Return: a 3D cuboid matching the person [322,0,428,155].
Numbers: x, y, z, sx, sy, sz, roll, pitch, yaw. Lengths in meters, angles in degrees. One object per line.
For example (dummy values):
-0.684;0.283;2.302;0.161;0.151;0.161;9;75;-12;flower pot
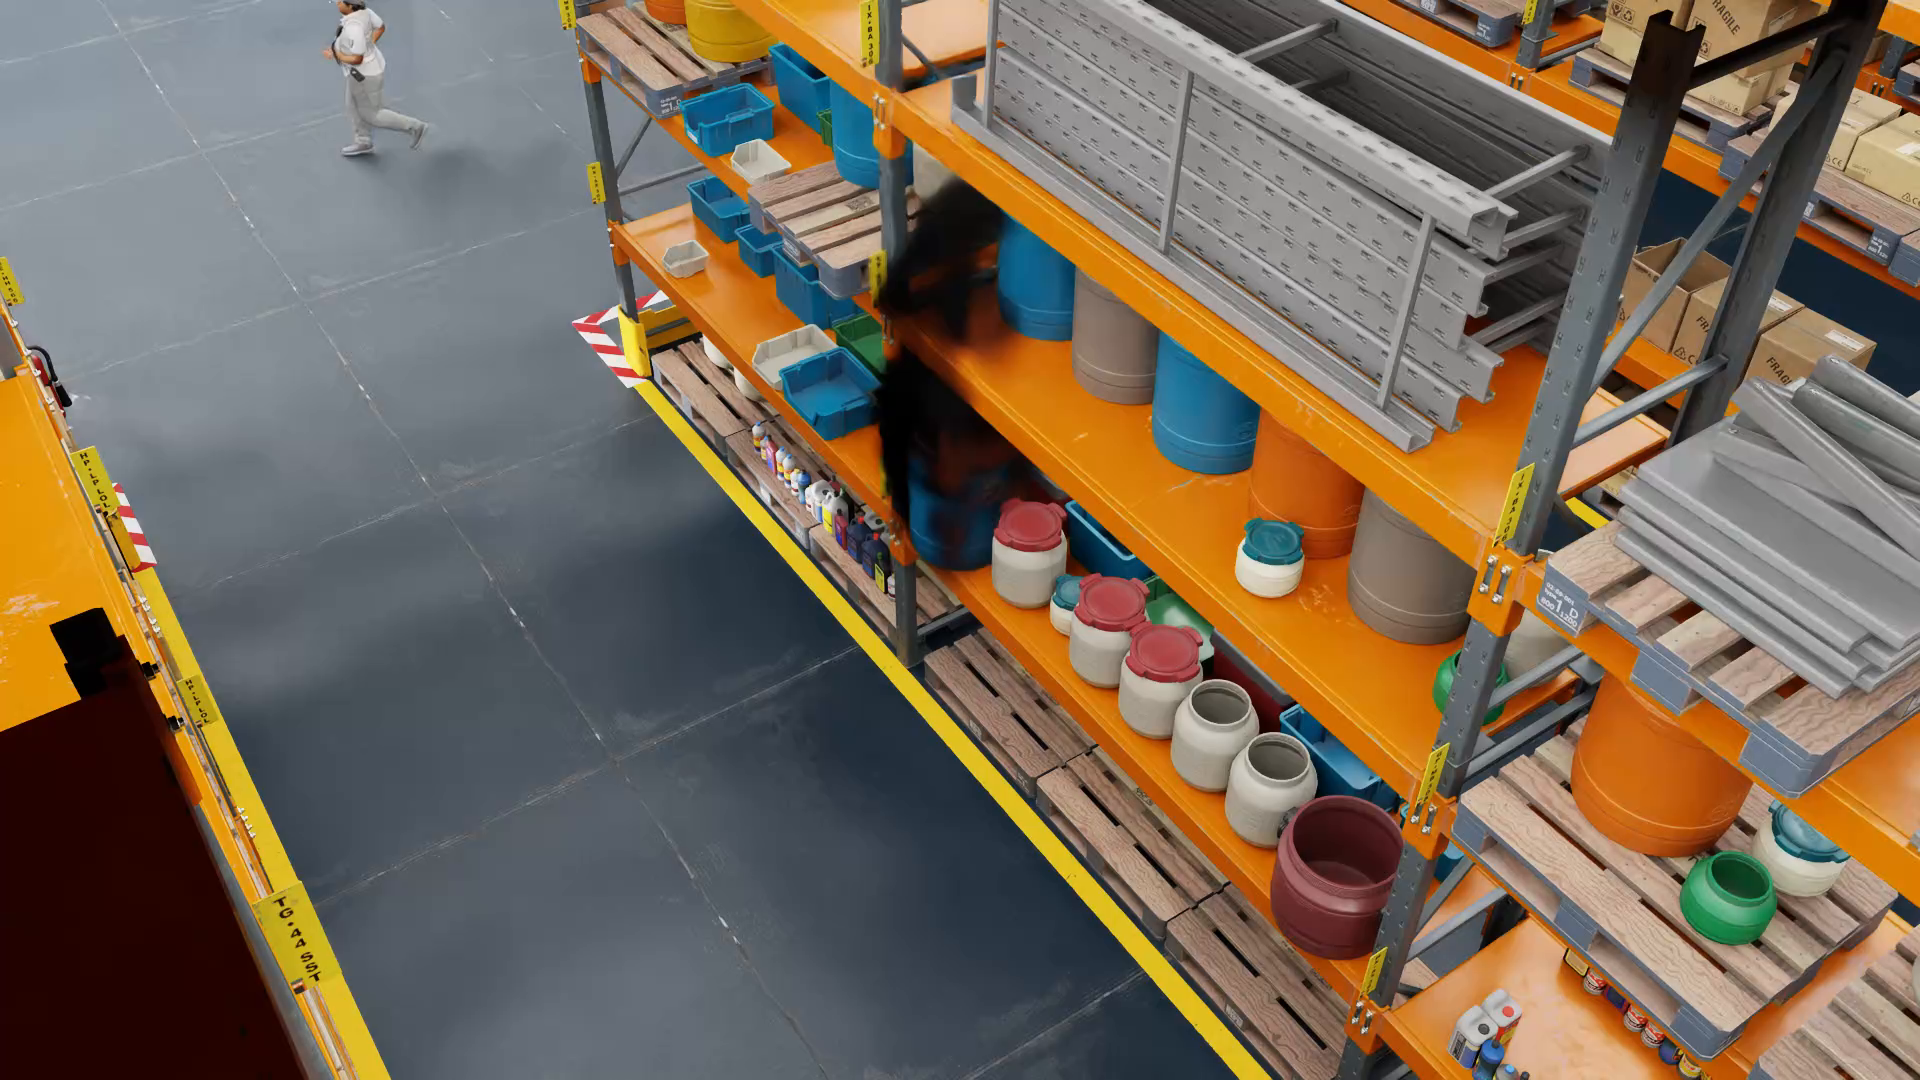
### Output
-5.405;-4.272;15.187;0.862;1.638;0.619;-6;43;-7;person
